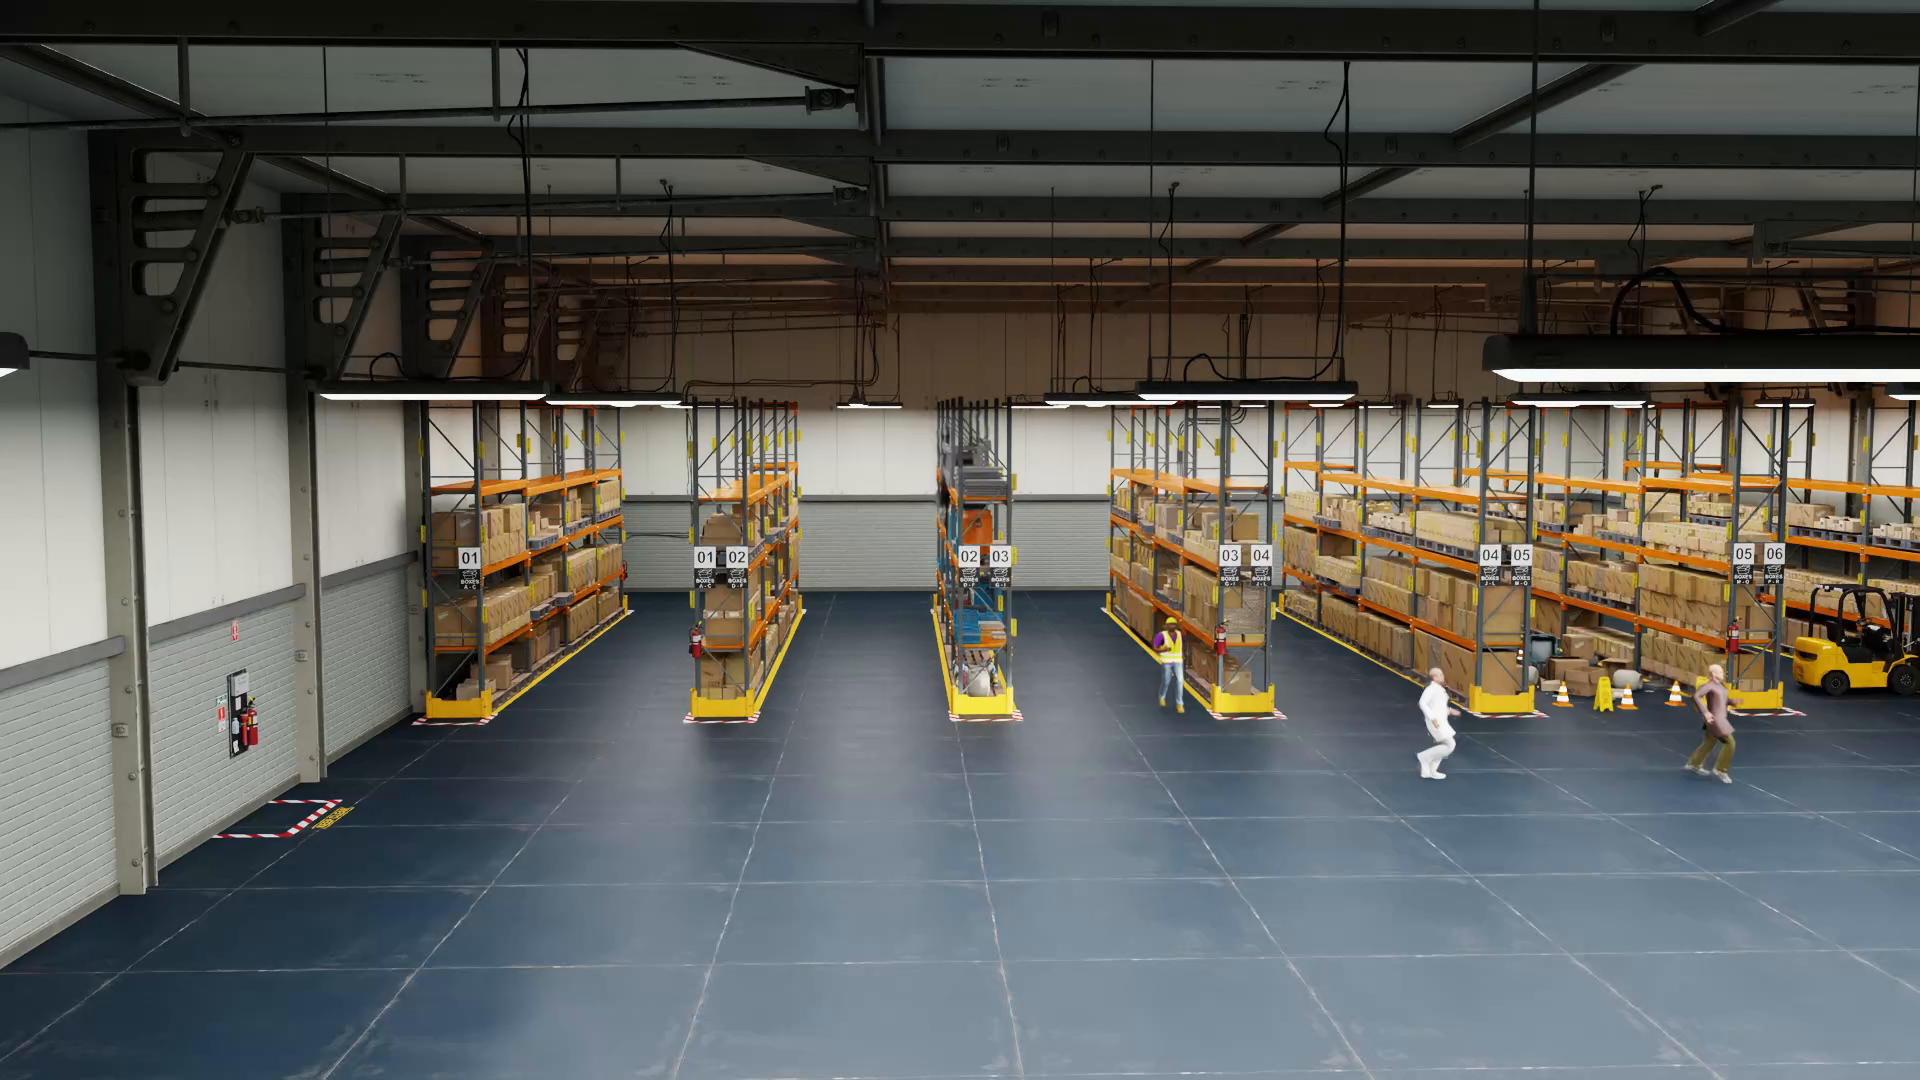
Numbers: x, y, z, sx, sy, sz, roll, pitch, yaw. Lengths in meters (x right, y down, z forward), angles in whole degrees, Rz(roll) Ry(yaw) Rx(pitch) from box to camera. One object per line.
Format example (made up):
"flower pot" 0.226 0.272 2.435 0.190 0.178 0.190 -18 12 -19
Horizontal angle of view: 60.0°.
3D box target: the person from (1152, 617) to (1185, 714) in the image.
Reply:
"person" 4.020 2.373 31.806 0.698 1.812 0.832 -1 4 -9

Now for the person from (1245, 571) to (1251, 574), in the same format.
"person" 7.986 1.247 47.053 0.625 1.718 0.852 1 5 17

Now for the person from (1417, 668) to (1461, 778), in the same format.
"person" 7.457 2.954 25.883 0.628 1.539 0.704 2 5 22

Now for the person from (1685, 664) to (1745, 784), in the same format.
"person" 11.704 2.849 25.782 0.831 1.848 0.668 3 5 31

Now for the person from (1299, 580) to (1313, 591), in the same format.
"person" 10.217 1.107 48.941 0.853 1.698 0.593 0 4 -5
